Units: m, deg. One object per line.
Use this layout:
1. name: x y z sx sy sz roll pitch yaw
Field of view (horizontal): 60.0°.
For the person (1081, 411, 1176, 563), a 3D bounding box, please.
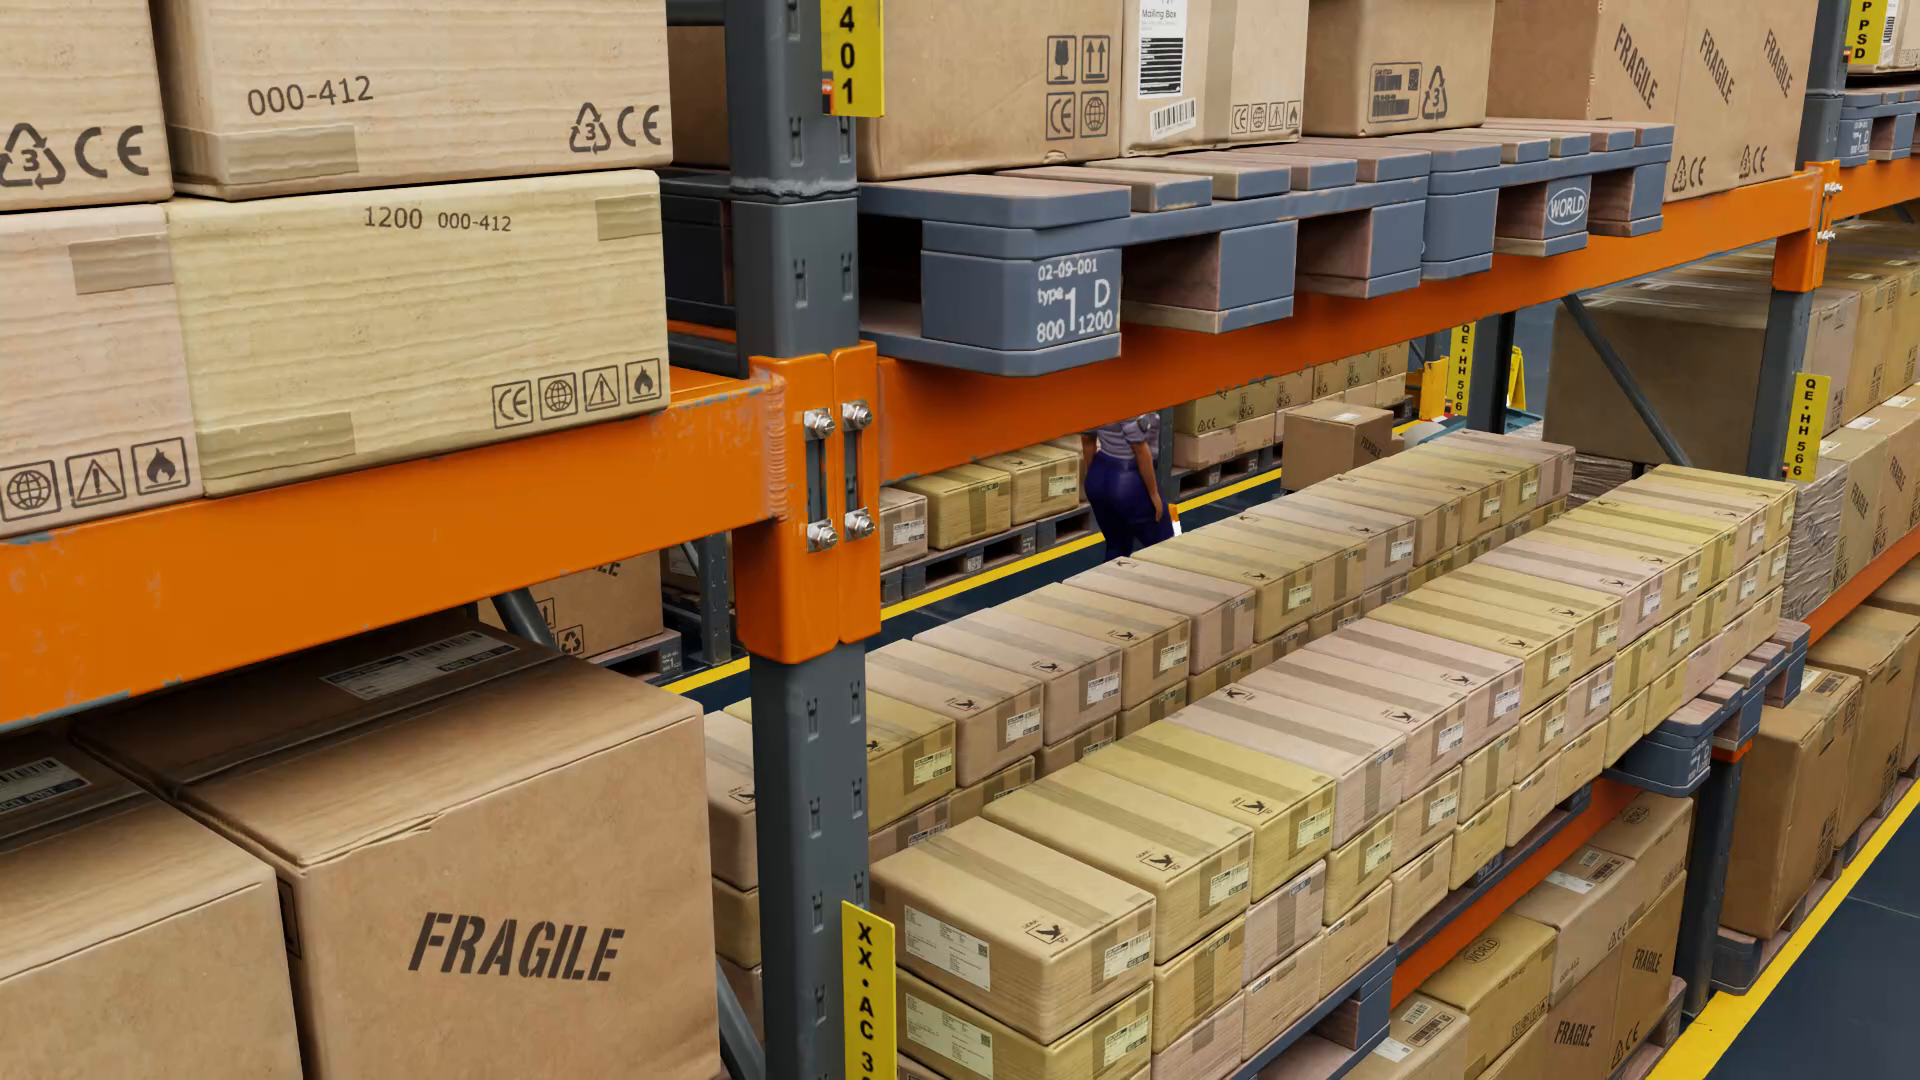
1. person: 0.892 -0.281 8.906 0.639 1.635 0.520 -12 21 -33
